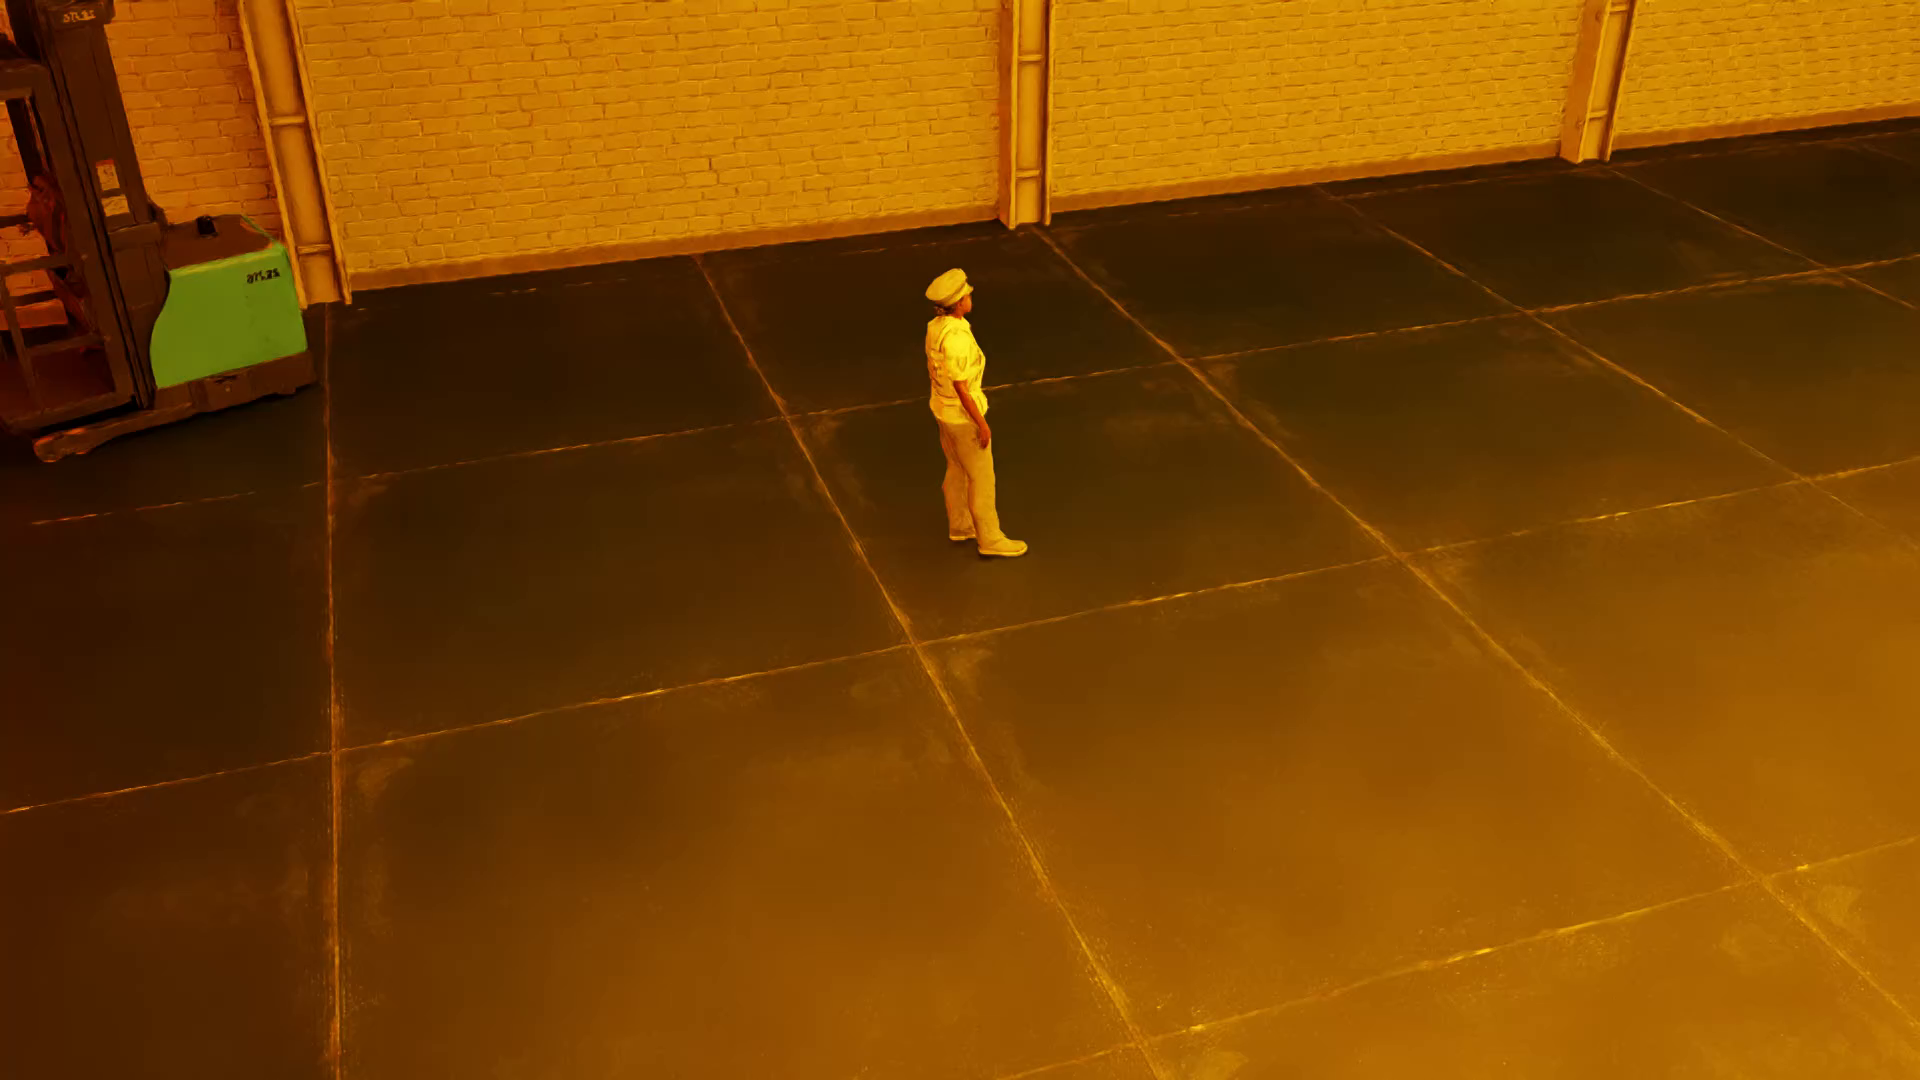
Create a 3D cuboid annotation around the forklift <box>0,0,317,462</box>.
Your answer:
[{"bbox_3d":[-6.065,-2.078,10.698,3.031,2.935,1.130,-22,36,-33],"label":"forklift"}]

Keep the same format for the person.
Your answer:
[{"bbox_3d":[0.077,-0.743,9.605,0.529,1.693,0.570,-10,31,-16],"label":"person"}]
